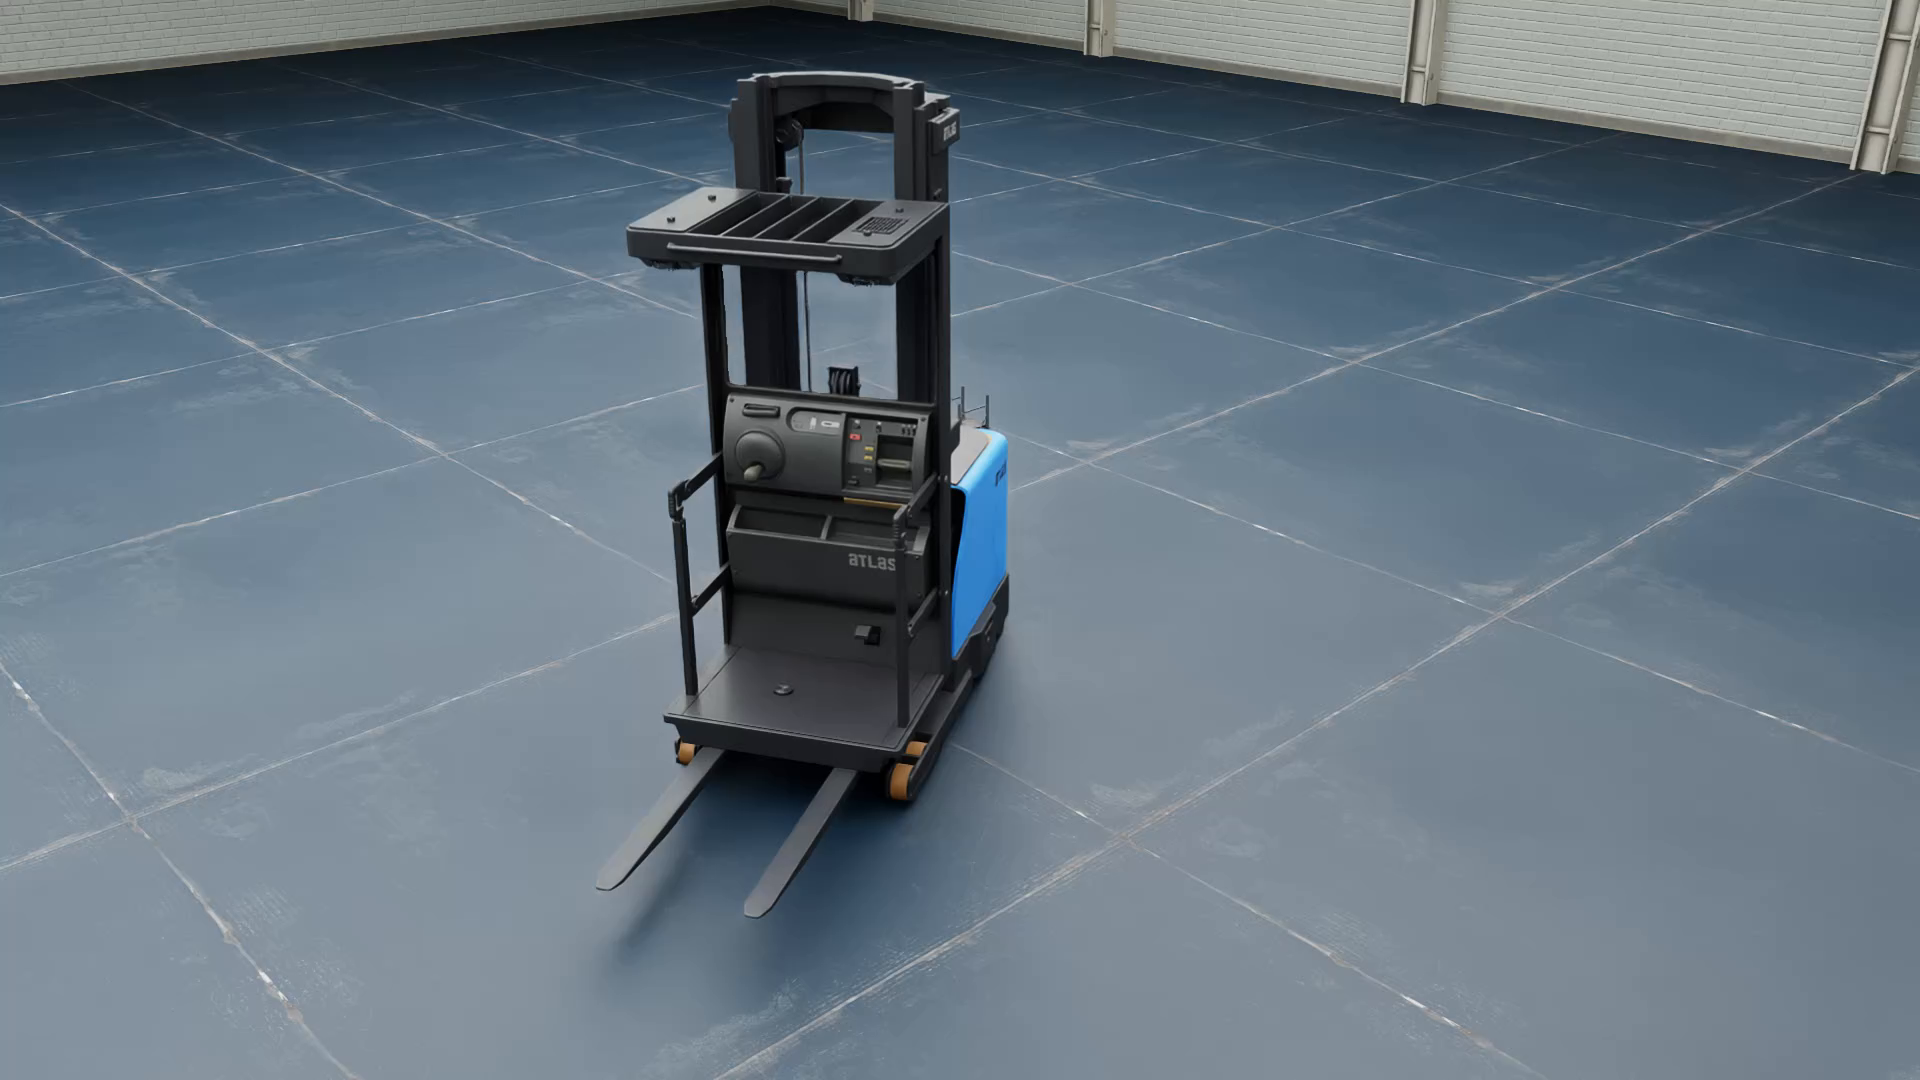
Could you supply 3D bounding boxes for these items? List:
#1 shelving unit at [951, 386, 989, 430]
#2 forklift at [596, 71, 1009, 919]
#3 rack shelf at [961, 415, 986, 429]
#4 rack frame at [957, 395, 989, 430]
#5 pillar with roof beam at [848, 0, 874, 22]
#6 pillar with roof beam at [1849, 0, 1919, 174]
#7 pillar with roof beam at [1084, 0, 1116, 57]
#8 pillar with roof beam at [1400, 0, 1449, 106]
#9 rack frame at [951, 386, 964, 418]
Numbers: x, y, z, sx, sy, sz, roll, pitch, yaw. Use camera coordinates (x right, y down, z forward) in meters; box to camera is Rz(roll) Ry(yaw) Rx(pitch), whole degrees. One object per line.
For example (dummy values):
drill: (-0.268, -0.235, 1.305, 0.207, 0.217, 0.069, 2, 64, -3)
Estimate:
shelving unit: (0.006, -0.407, 9.558, 0.258, 0.900, 0.210, -21, 32, -38)
forklift: (-0.645, -0.375, 7.041, 1.130, 2.935, 3.031, 7, 25, 15)
rack shelf: (0.006, -0.622, 9.460, 0.258, 0.077, 0.200, -21, 32, -38)
rack frame: (0.075, -0.376, 9.490, 0.240, 0.900, 0.006, -21, 32, -38)
pillar with roof beam: (-4.989, -12.571, 26.463, 9.100, 9.000, 0.400, -21, 32, -38)
pillar with roof beam: (7.314, -7.117, 14.509, 9.100, 9.000, 0.400, -21, 32, -38)
pillar with roof beam: (-0.888, -10.753, 22.479, 9.100, 9.000, 0.400, -21, 32, -38)
pillar with roof beam: (3.213, -8.935, 18.494, 9.100, 9.000, 0.400, -21, 32, -38)
rack frame: (-0.064, -0.438, 9.625, 0.240, 0.900, 0.006, -21, 32, -38)
